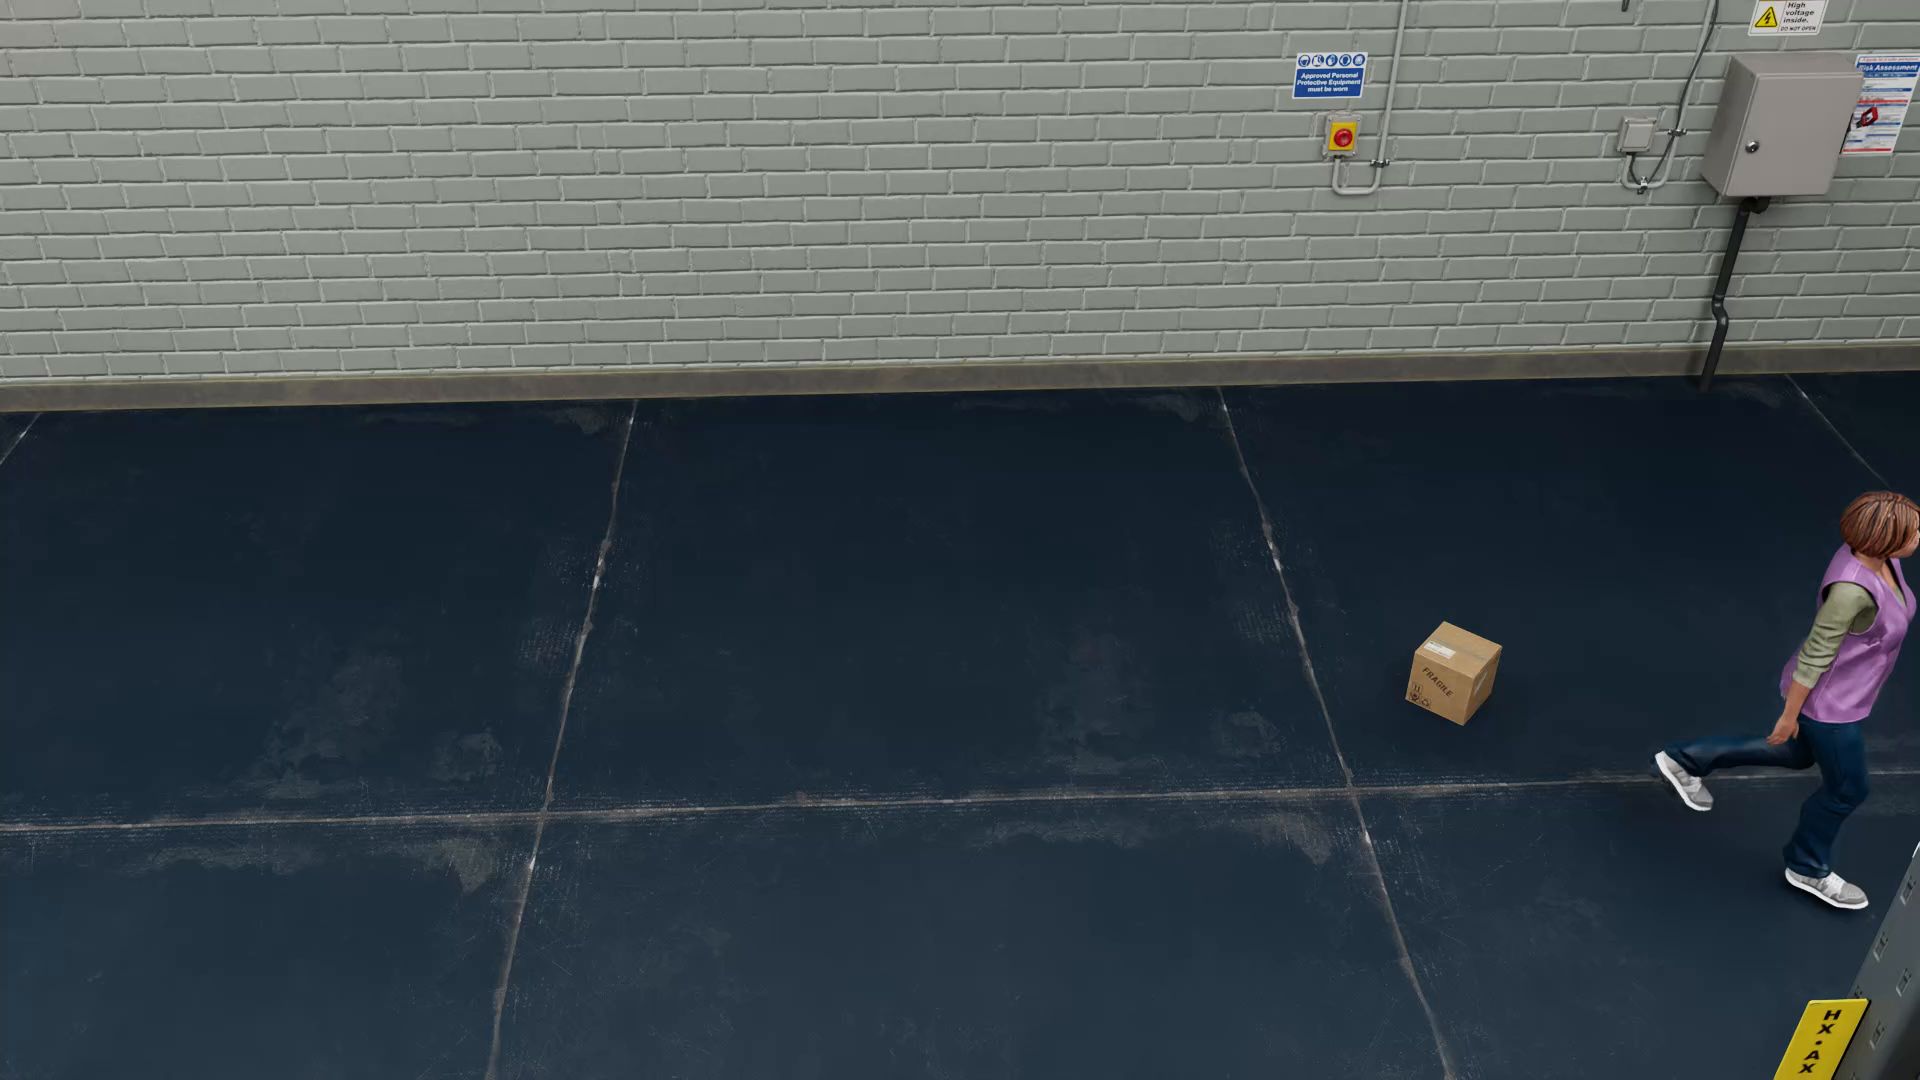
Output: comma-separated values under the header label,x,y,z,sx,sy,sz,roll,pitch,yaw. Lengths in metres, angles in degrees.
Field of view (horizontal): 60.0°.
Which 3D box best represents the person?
label,x,y,z,sx,sy,sz,roll,pitch,yaw
person,2.815,0.476,5.473,0.790,1.558,0.432,22,41,27
